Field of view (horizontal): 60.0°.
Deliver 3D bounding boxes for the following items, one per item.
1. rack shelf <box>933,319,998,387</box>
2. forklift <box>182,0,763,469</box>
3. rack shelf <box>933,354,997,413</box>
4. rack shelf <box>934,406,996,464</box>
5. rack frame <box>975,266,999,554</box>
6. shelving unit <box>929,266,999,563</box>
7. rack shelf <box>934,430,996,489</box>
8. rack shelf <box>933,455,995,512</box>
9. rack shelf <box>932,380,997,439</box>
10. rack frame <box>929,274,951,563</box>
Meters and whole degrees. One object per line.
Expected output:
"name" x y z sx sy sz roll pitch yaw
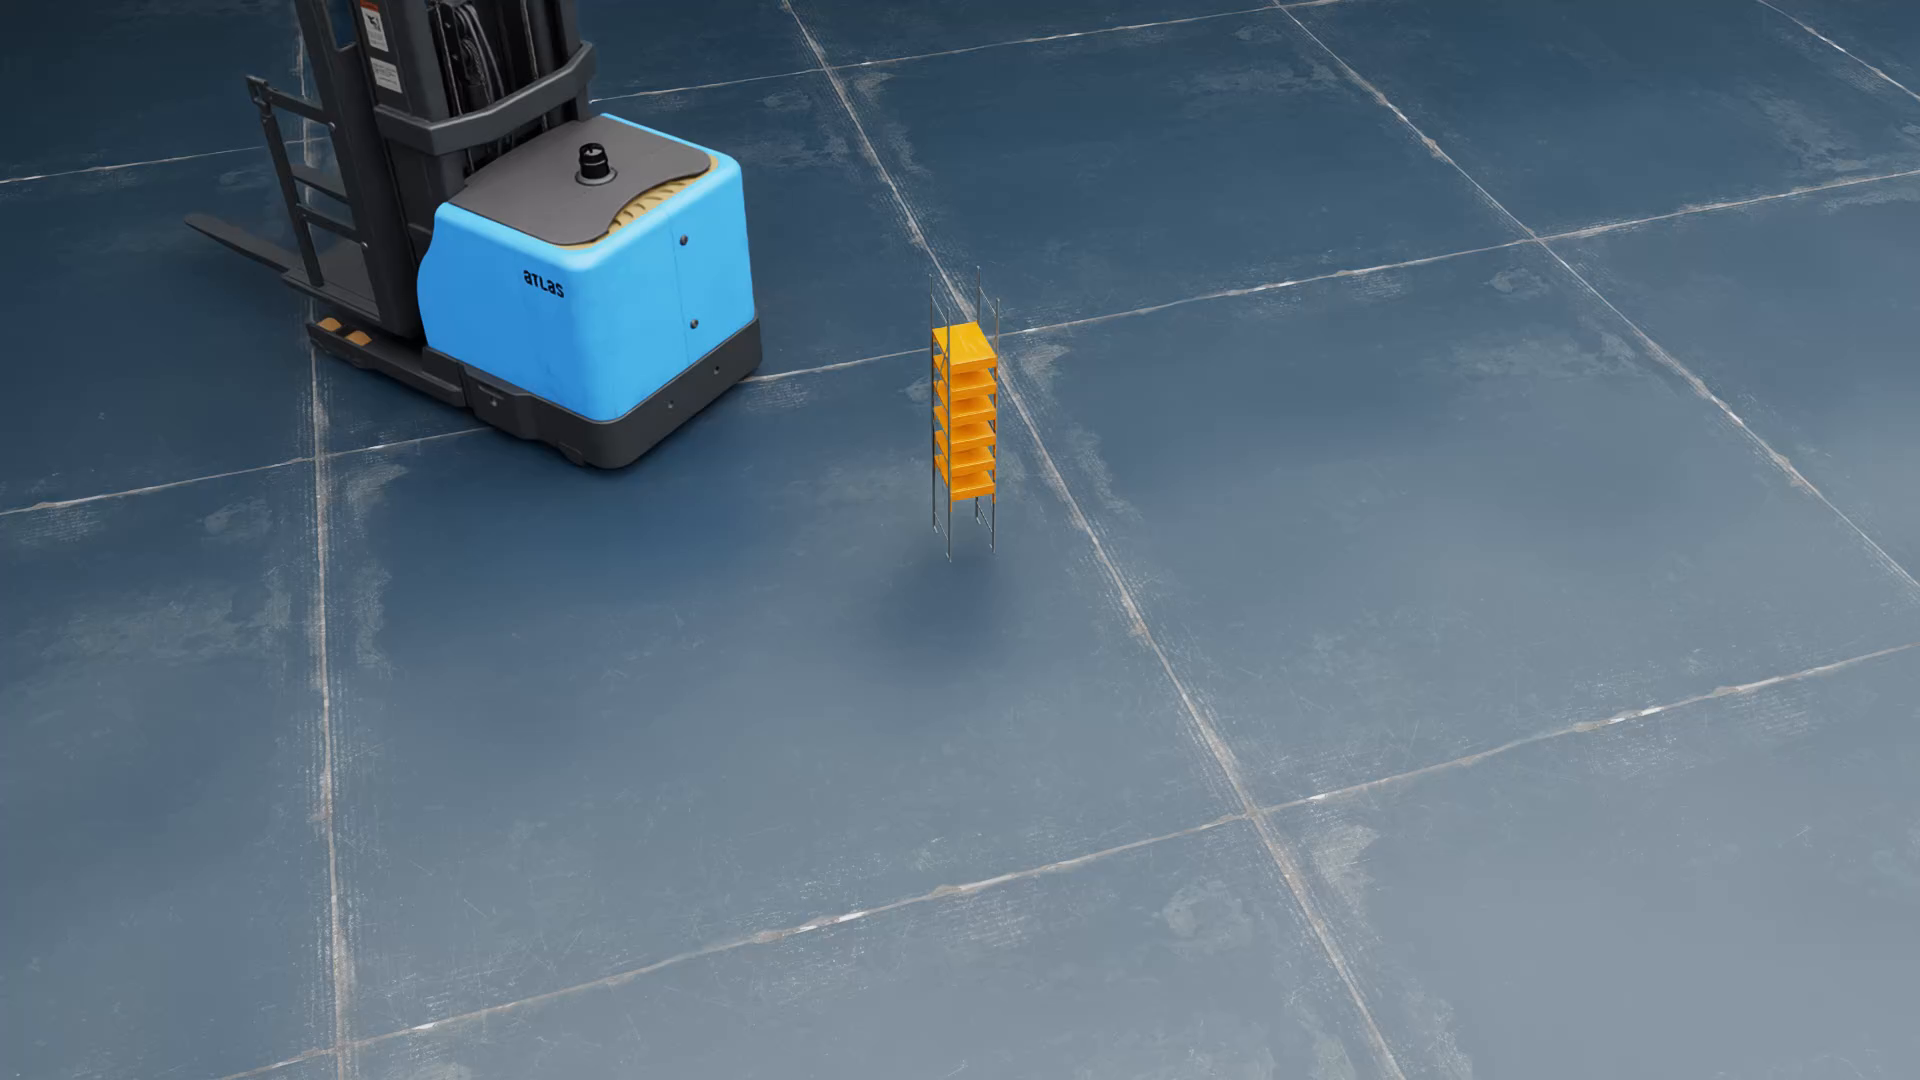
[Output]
"rack shelf" 0.014 -0.692 6.151 0.180 0.103 0.258 -12 42 -13
"forklift" -2.410 -2.161 6.996 3.031 2.935 1.130 24 46 25
"rack shelf" 0.014 -0.602 6.230 0.180 0.103 0.258 -12 42 -13
"rack shelf" 0.014 -0.421 6.388 0.180 0.103 0.258 -12 42 -13
"rack frame" 0.101 -0.473 6.379 0.006 1.200 0.240 -12 42 -13
"shelving unit" 0.014 -0.455 6.359 0.189 1.200 0.258 -12 42 -13
"rack shelf" 0.014 -0.331 6.467 0.180 0.103 0.258 -12 42 -13
"rack shelf" 0.014 -0.241 6.546 0.180 0.103 0.258 -12 42 -13
"rack shelf" 0.014 -0.512 6.309 0.180 0.103 0.258 -12 42 -13
"rack frame" -0.073 -0.437 6.338 0.006 1.200 0.240 -12 42 -13
